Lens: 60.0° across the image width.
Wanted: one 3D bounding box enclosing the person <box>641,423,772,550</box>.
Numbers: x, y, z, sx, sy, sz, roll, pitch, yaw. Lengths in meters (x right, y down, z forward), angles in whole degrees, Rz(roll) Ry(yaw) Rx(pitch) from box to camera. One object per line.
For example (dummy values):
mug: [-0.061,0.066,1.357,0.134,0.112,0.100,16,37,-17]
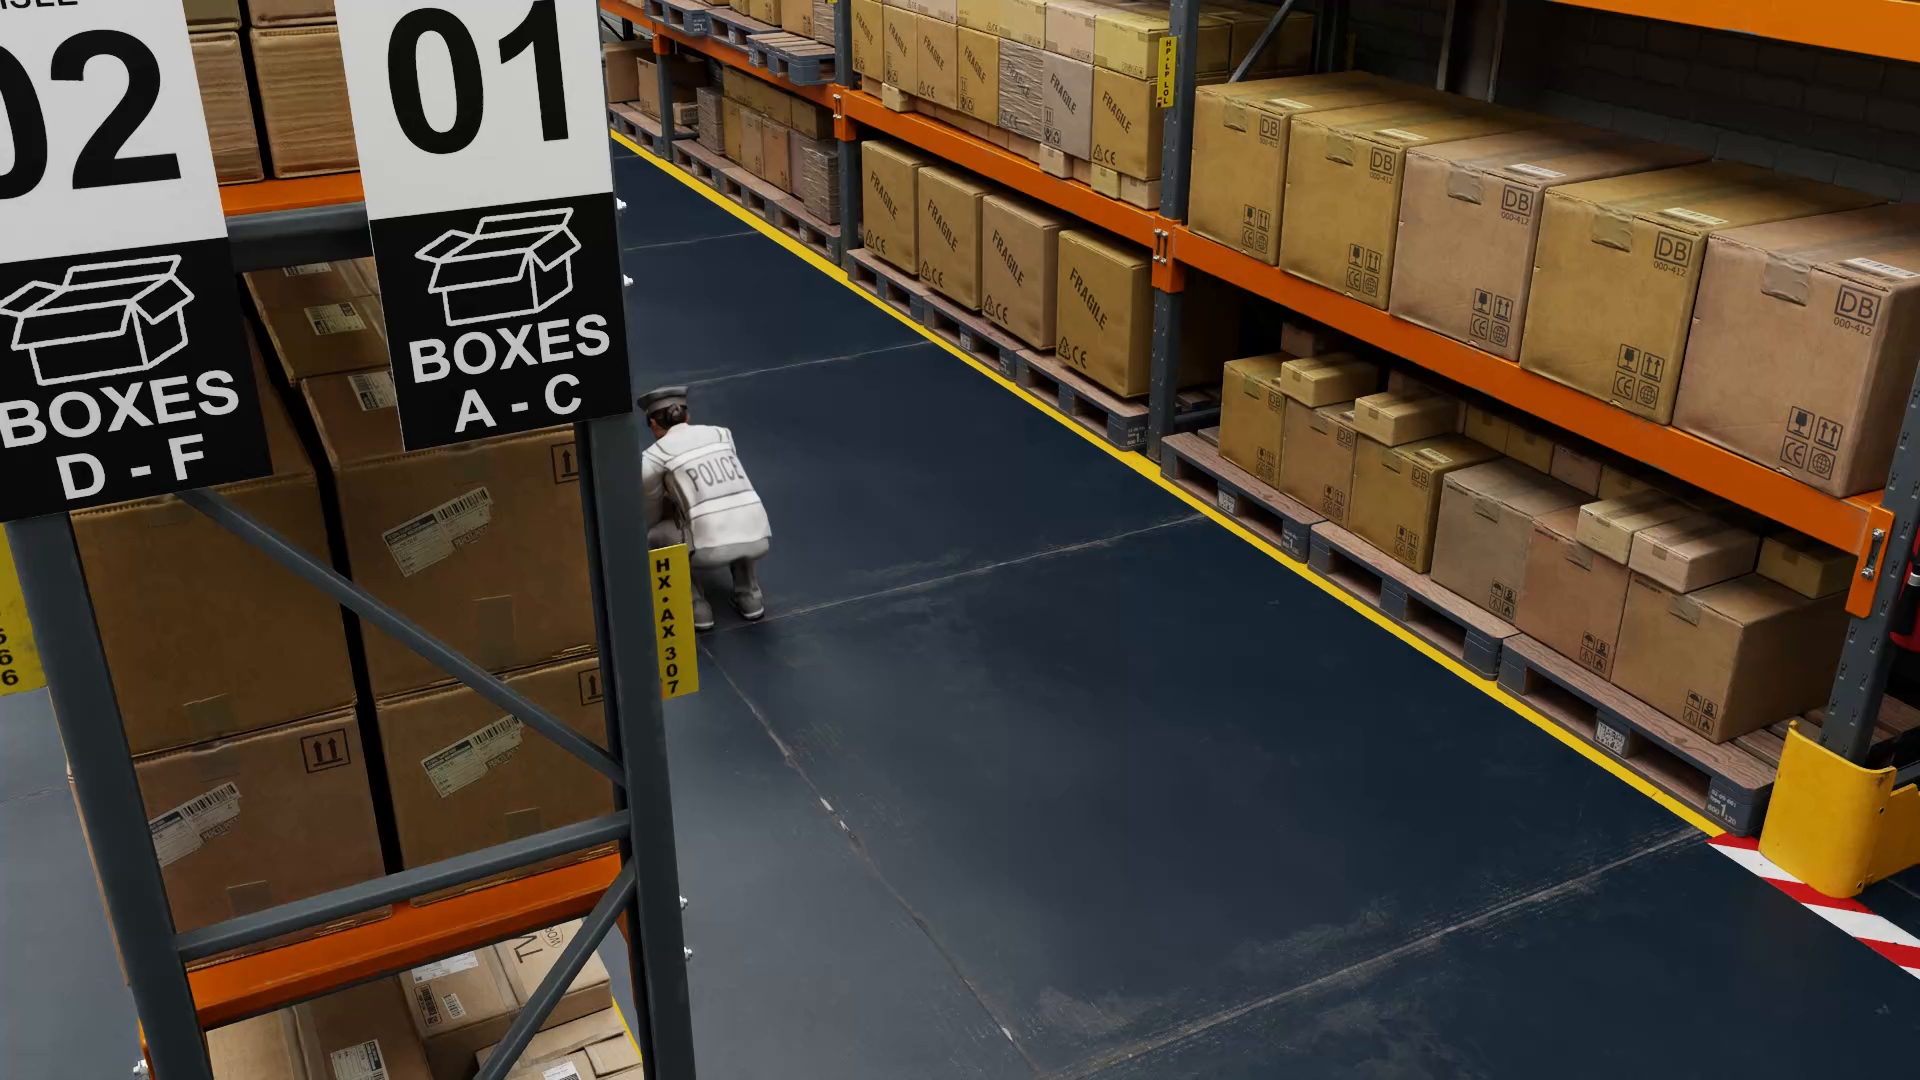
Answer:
person: [-1.124,-0.194,7.183,0.443,0.577,0.744,-14,29,-26]
